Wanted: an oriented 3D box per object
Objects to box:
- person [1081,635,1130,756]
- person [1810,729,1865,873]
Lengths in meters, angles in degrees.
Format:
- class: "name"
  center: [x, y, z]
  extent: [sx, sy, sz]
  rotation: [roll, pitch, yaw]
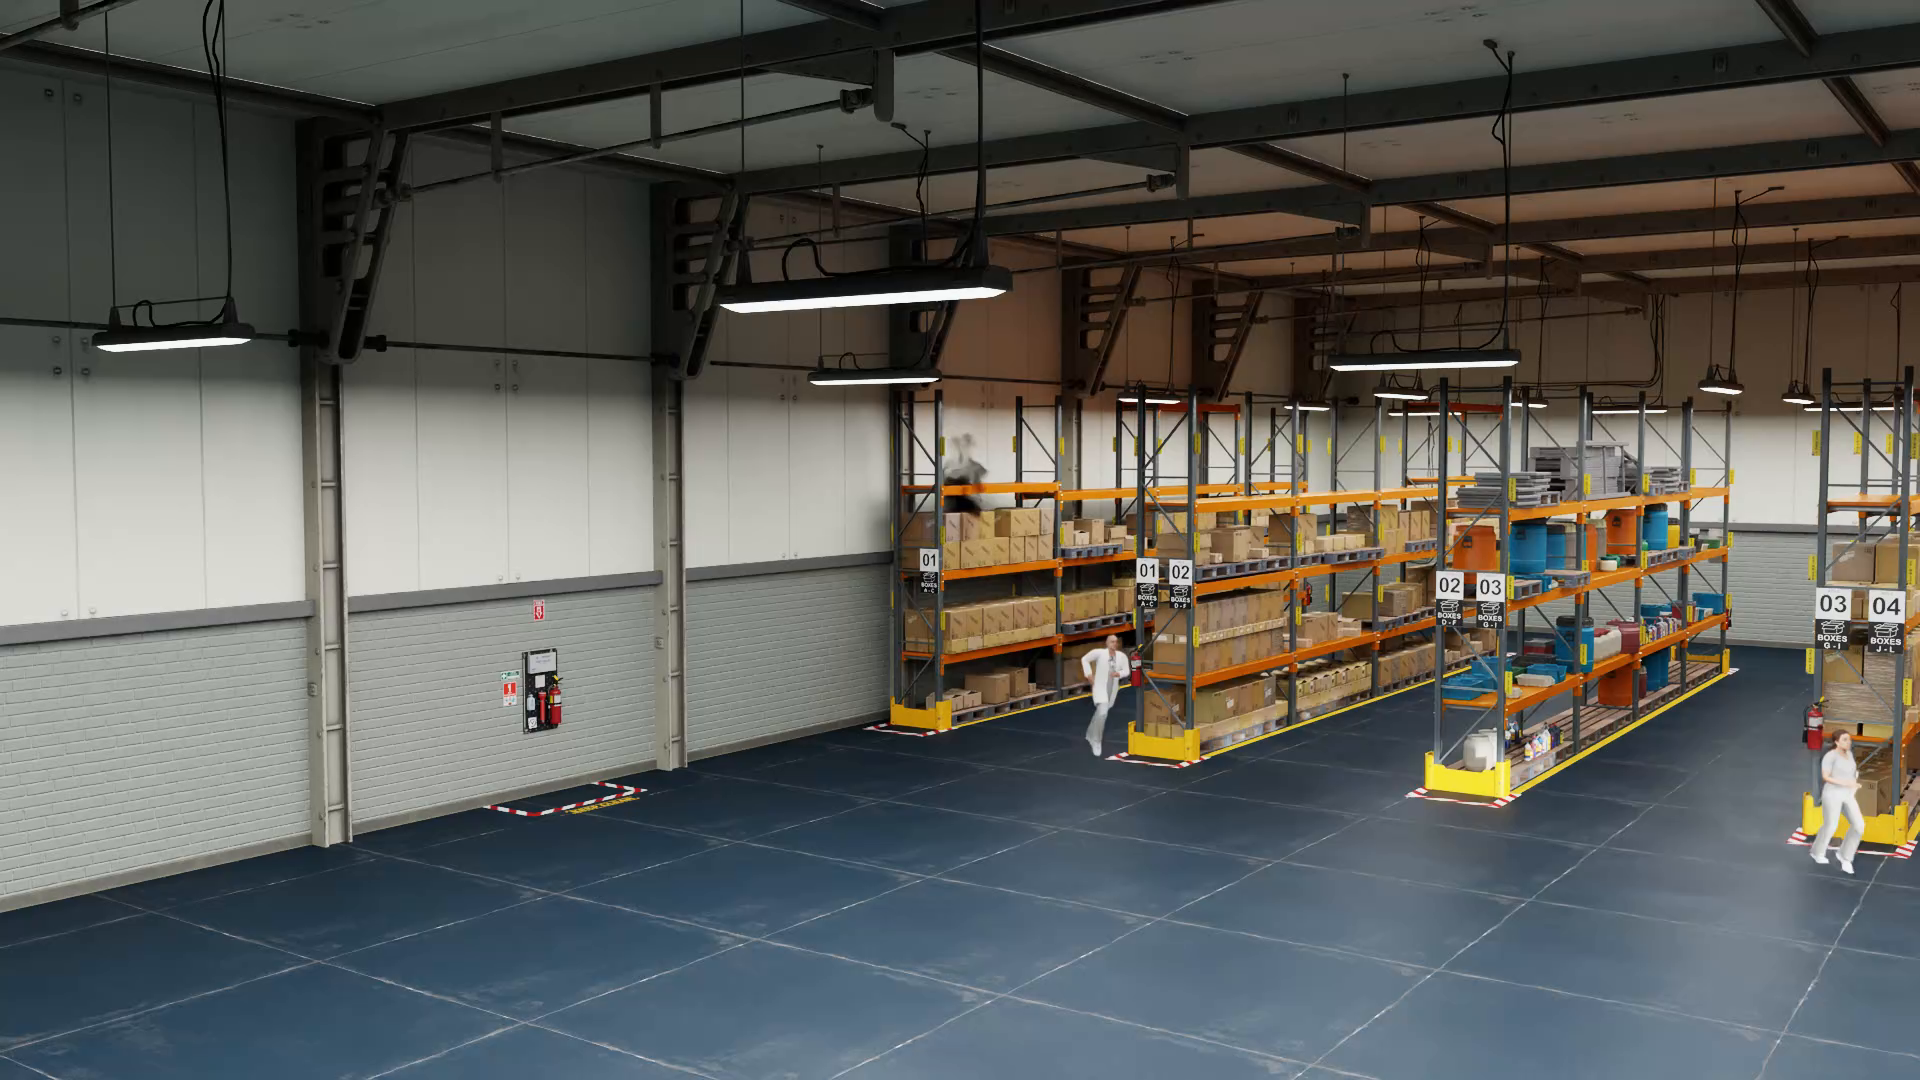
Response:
- class: "person"
  center: [2.280, 2.402, 26.018]
  extent: [0.681, 1.868, 0.704]
  rotation: [-1, 3, -23]
- class: "person"
  center: [10.391, 3.082, 19.624]
  extent: [0.583, 1.721, 0.722]
  rotation: [-1, 3, -14]
